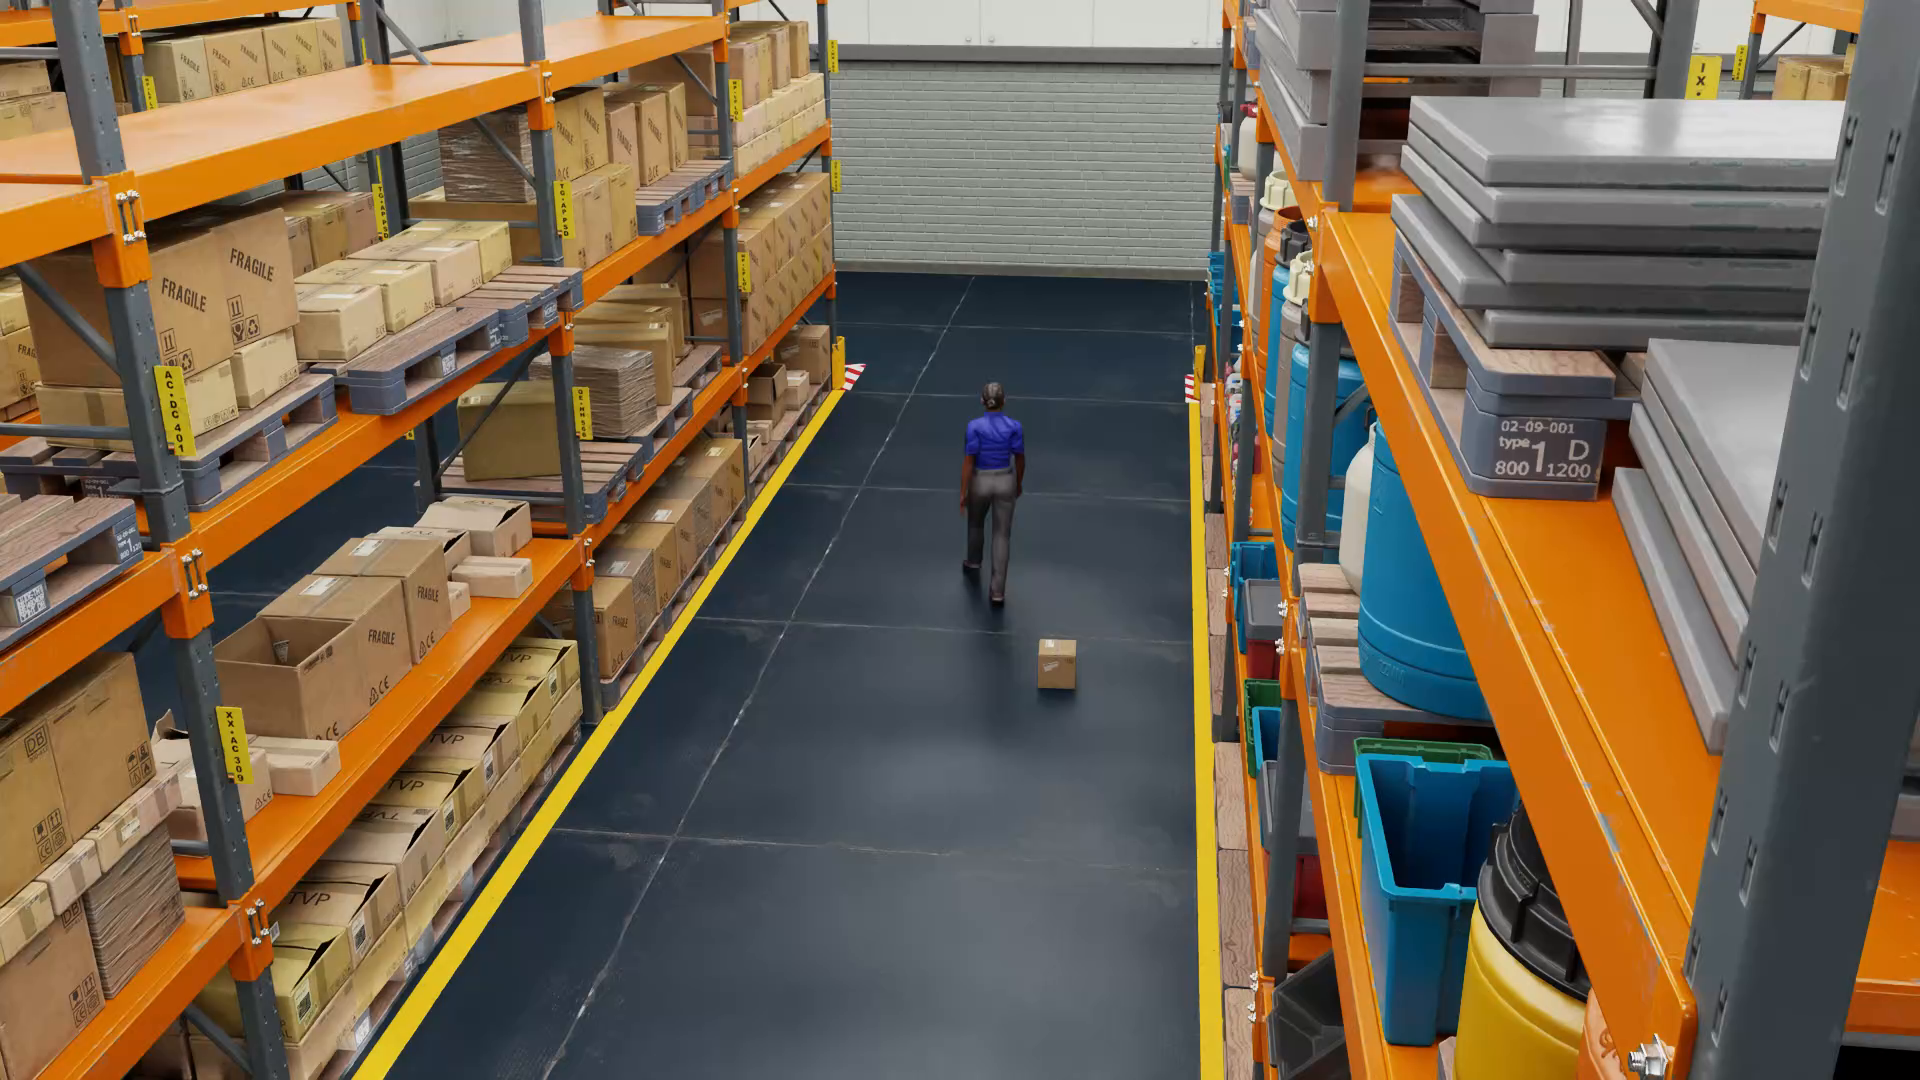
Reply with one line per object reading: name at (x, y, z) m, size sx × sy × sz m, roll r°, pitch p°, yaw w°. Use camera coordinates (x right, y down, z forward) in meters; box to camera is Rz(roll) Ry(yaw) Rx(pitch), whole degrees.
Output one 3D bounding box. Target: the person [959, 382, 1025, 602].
person at (0.241, -0.432, 12.560) m, size 0.497 × 1.608 × 0.937 m, roll 0°, pitch 21°, yaw 0°
